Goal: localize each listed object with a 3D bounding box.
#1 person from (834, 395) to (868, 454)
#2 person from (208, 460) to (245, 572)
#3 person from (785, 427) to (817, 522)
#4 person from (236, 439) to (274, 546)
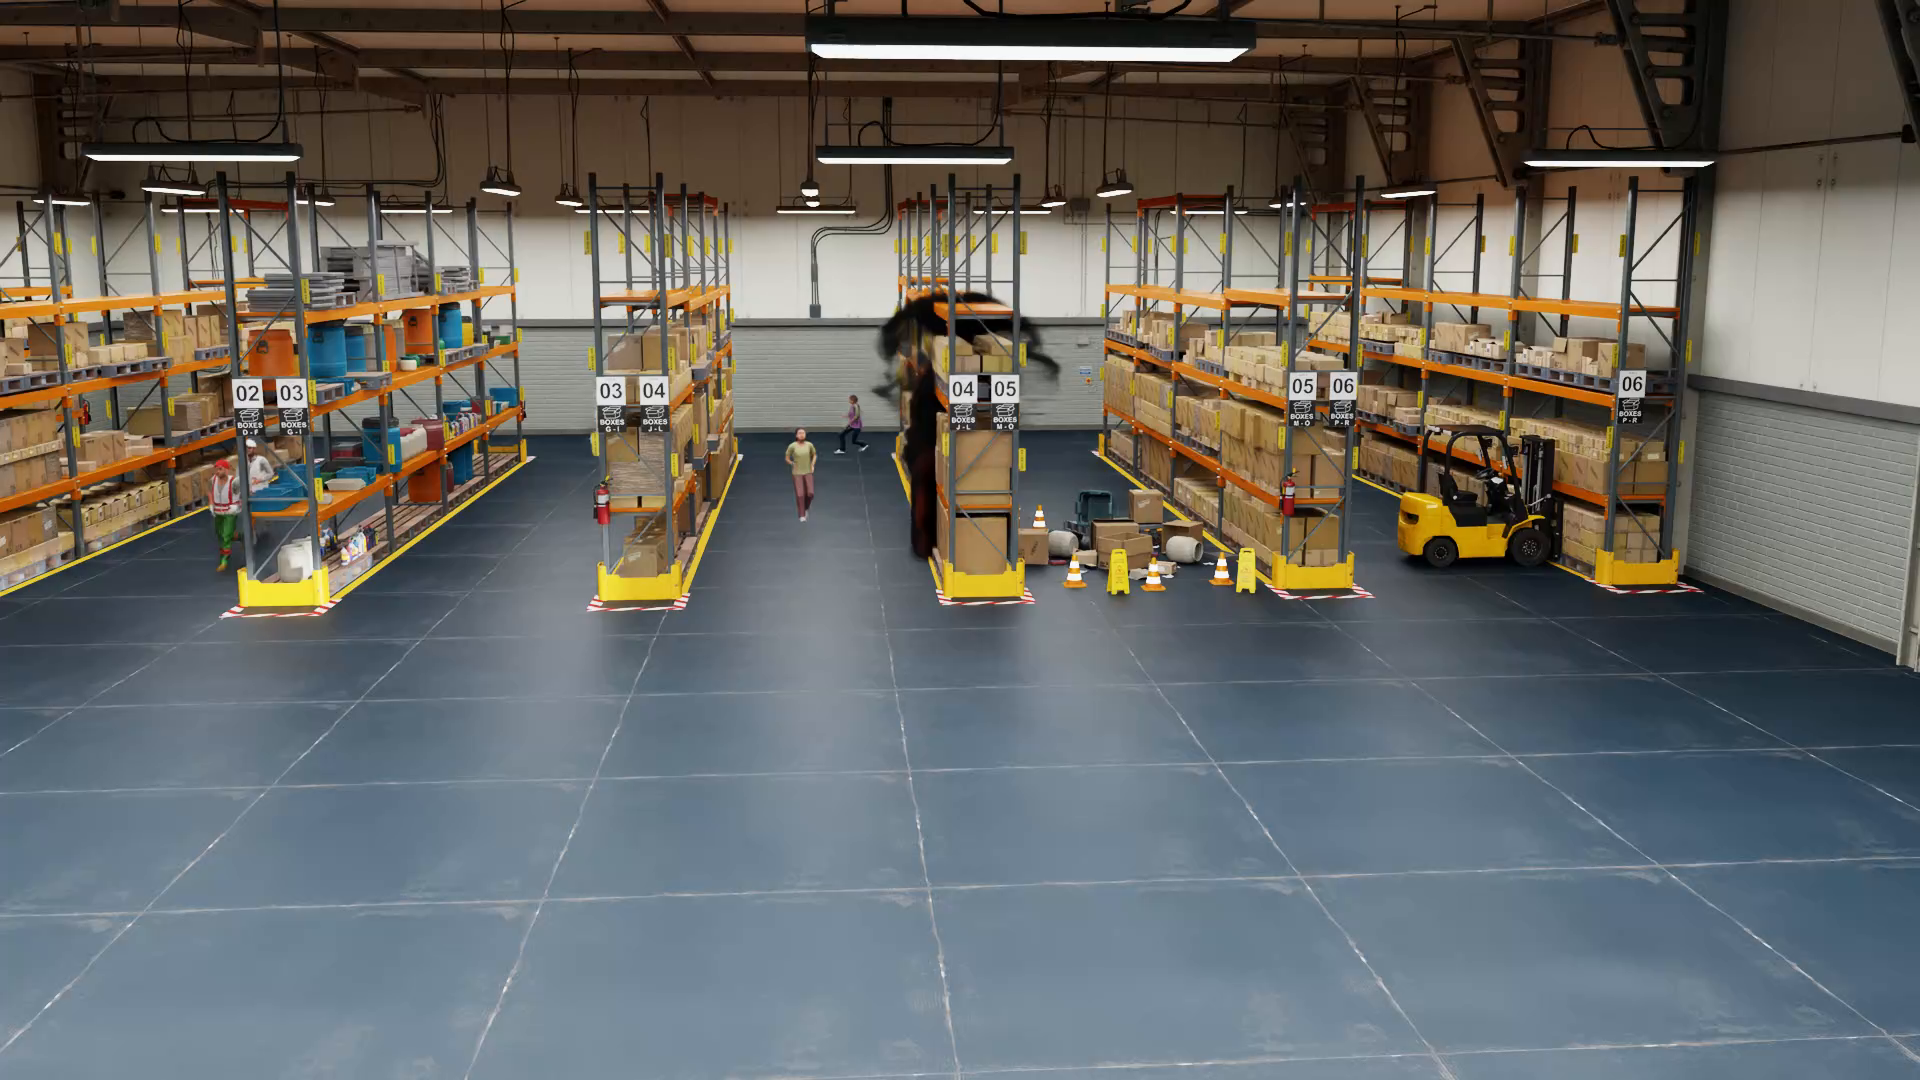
[{"bbox_3d":[-2.596,-2.762,40.393,0.798,1.359,0.603,-6,12,-32],"label":"person"},{"bbox_3d":[-11.478,-0.415,26.177,0.677,1.756,0.820,2,10,11],"label":"person"},{"bbox_3d":[-2.725,-1.134,28.739,0.576,1.636,0.518,-3,10,-16],"label":"person"},{"bbox_3d":[-12.046,-0.847,28.418,0.678,1.774,1.010,-1,10,-5],"label":"person"}]
